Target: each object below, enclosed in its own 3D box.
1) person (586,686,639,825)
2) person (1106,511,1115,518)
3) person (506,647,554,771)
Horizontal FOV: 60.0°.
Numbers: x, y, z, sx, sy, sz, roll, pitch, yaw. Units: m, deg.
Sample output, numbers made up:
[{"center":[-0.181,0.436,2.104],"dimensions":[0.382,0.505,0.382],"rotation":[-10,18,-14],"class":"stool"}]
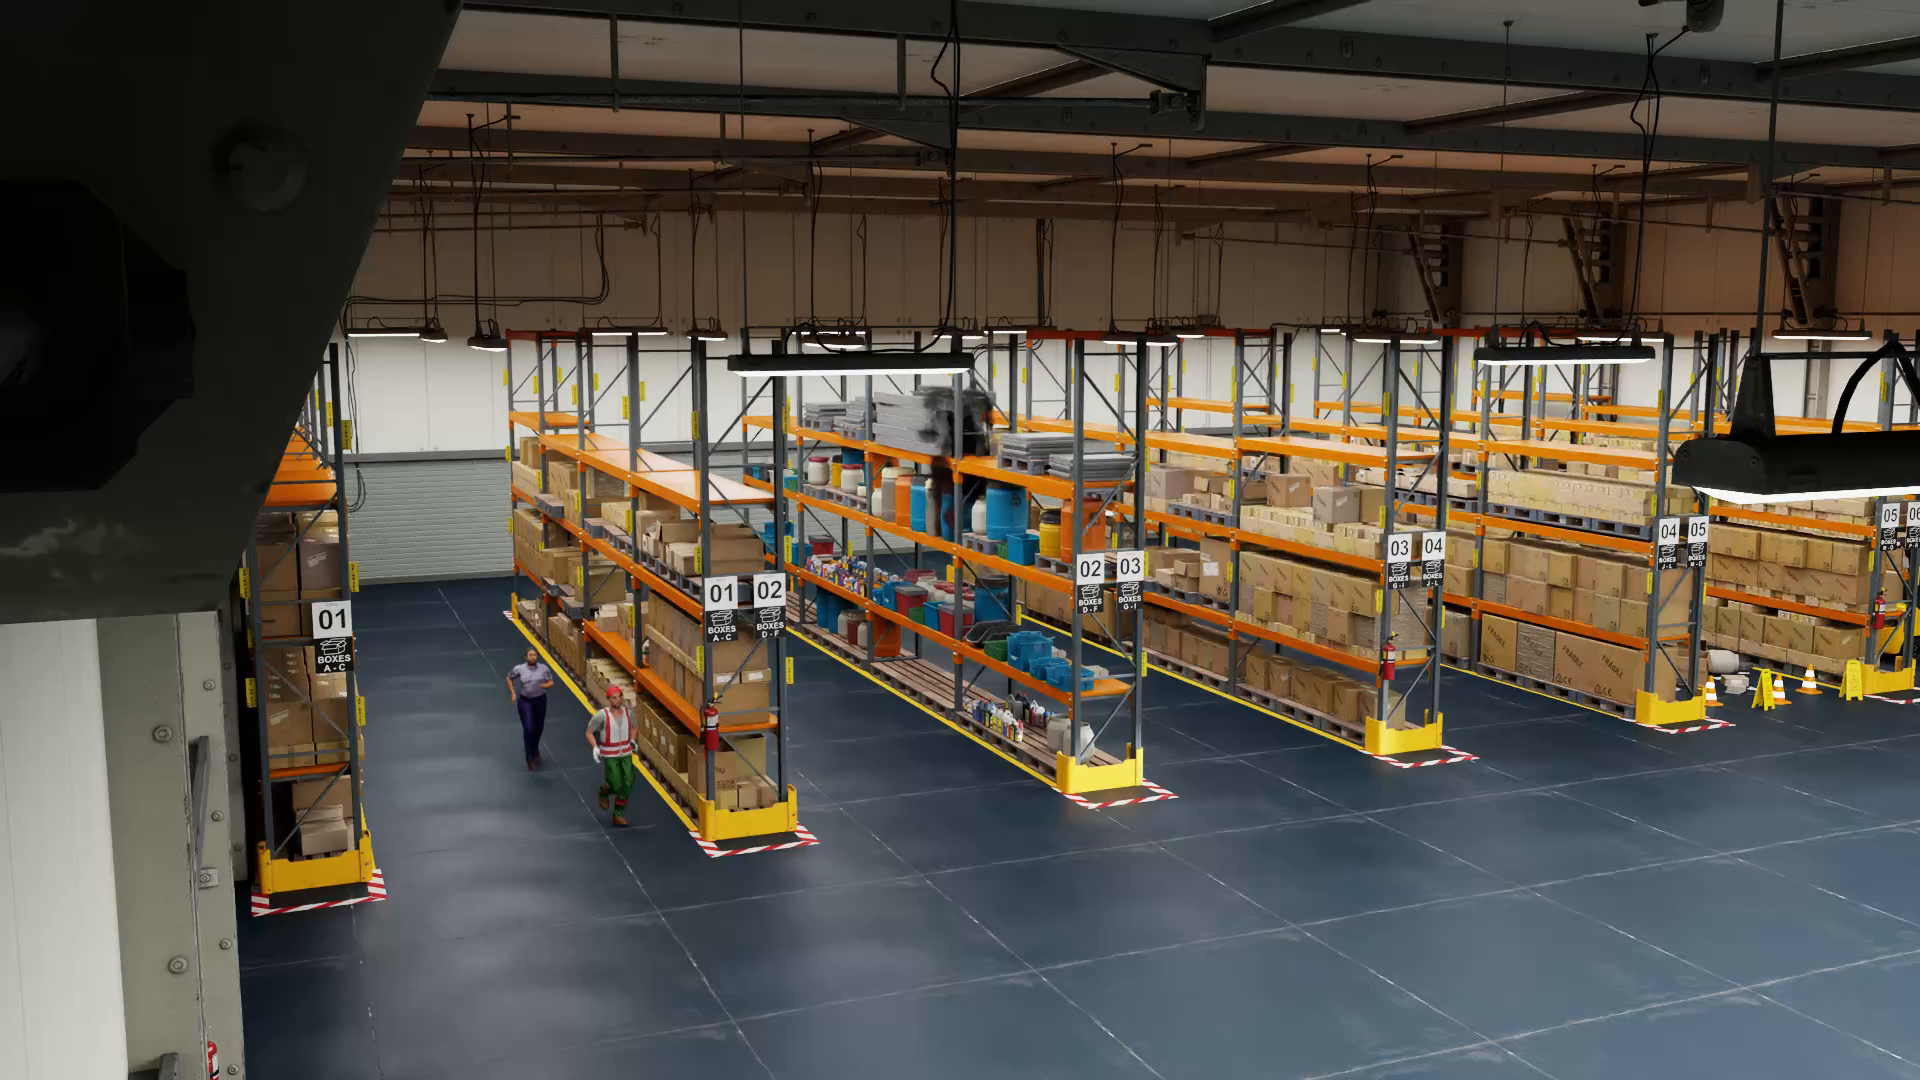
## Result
[{"center":[-4.282,2.670,20.696],"dimensions":[0.662,1.739,0.598],"rotation":[-5,9,-35],"class":"person"},{"center":[3.474,0.152,39.403],"dimensions":[0.703,1.710,0.546],"rotation":[-1,8,-5],"class":"person"},{"center":[-6.026,2.343,23.416],"dimensions":[0.582,1.708,0.775],"rotation":[-5,9,-31],"class":"person"}]
